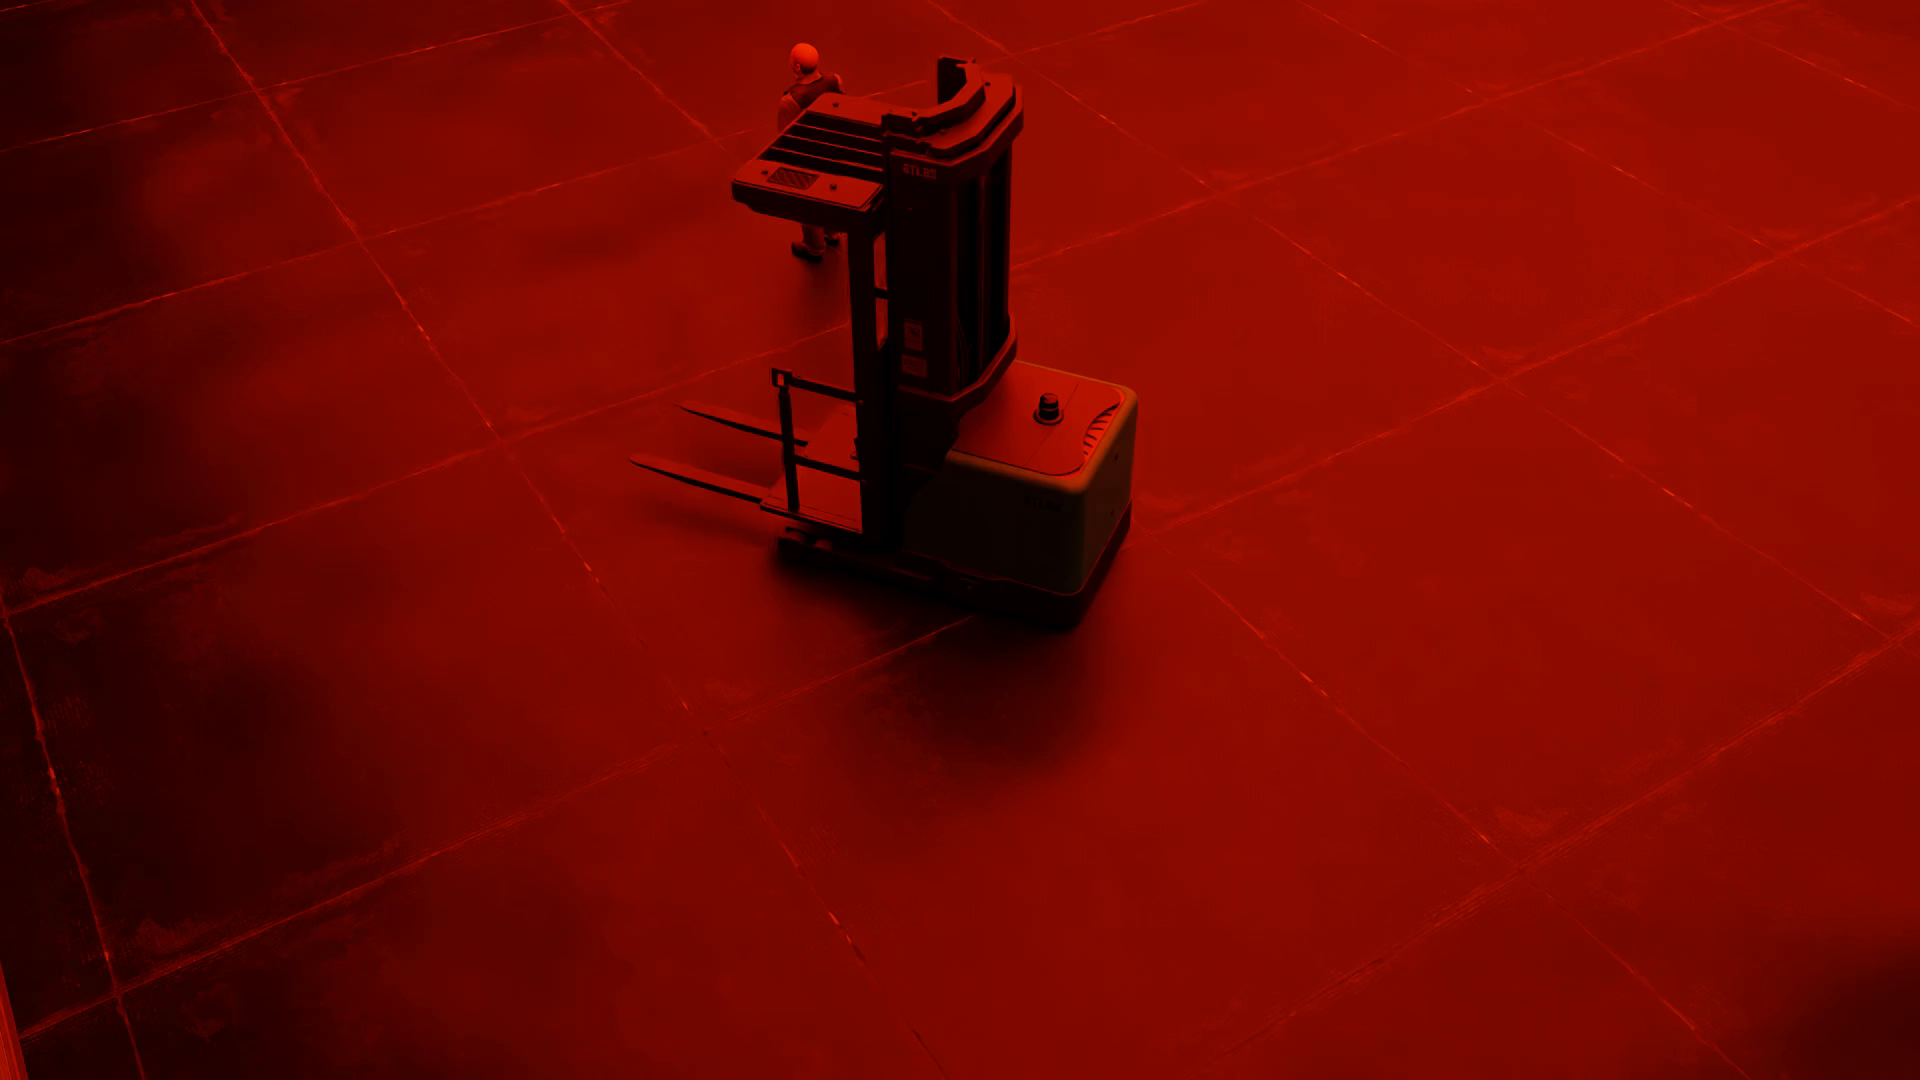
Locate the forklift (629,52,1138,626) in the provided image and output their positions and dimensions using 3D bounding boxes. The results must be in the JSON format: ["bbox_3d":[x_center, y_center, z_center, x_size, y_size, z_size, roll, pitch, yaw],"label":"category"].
[{"bbox_3d":[-0.536,-1.247,9.298,3.031,2.935,1.130,16,44,17],"label":"forklift"}]

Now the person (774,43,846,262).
[{"bbox_3d":[-1.110,-2.811,11.996,0.631,1.720,0.568,-29,49,-29],"label":"person"}]
